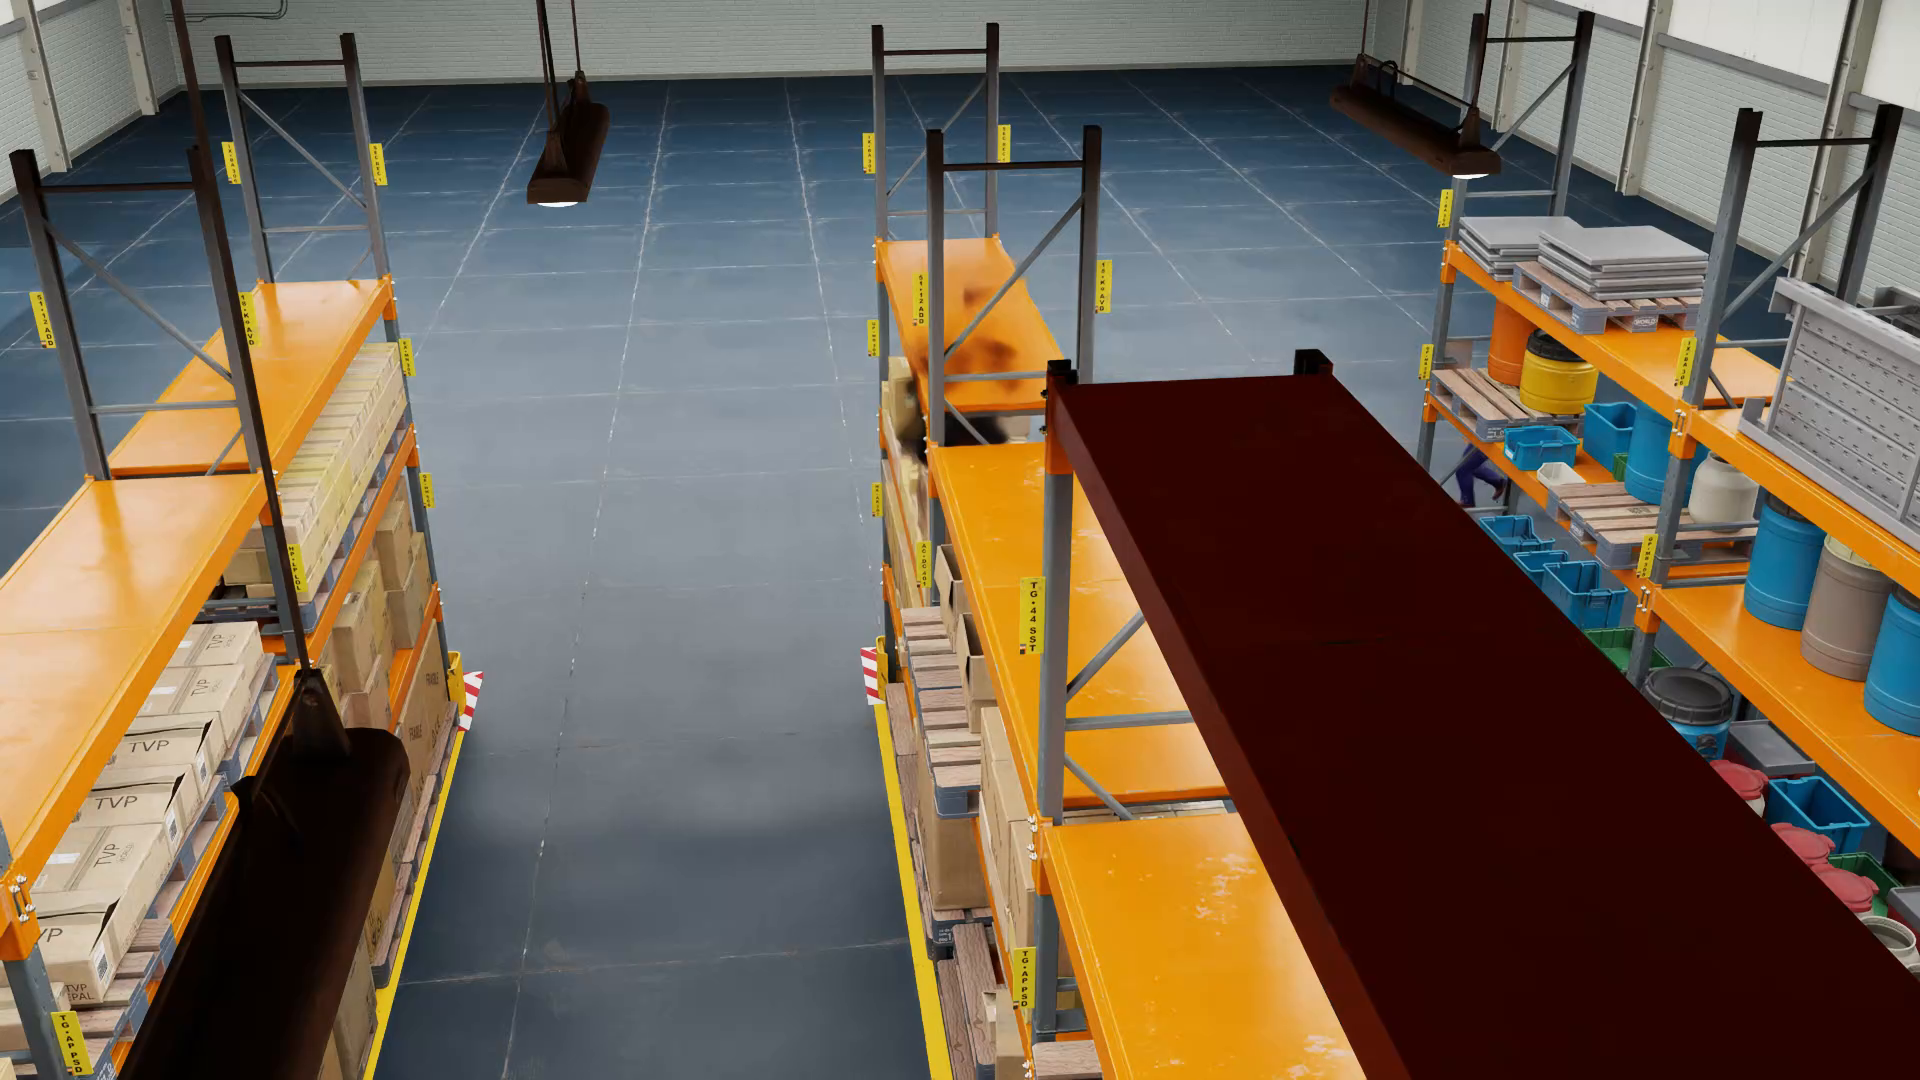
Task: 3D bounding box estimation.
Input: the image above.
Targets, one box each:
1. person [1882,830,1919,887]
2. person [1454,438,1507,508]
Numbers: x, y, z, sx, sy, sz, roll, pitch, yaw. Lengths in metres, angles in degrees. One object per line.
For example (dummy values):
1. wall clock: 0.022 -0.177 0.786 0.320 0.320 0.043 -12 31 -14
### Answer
1. person: 6.867 2.131 11.918 0.680 1.812 1.002 -4 26 -9
2. person: 5.990 -1.093 18.945 0.625 1.597 0.610 9 27 19
